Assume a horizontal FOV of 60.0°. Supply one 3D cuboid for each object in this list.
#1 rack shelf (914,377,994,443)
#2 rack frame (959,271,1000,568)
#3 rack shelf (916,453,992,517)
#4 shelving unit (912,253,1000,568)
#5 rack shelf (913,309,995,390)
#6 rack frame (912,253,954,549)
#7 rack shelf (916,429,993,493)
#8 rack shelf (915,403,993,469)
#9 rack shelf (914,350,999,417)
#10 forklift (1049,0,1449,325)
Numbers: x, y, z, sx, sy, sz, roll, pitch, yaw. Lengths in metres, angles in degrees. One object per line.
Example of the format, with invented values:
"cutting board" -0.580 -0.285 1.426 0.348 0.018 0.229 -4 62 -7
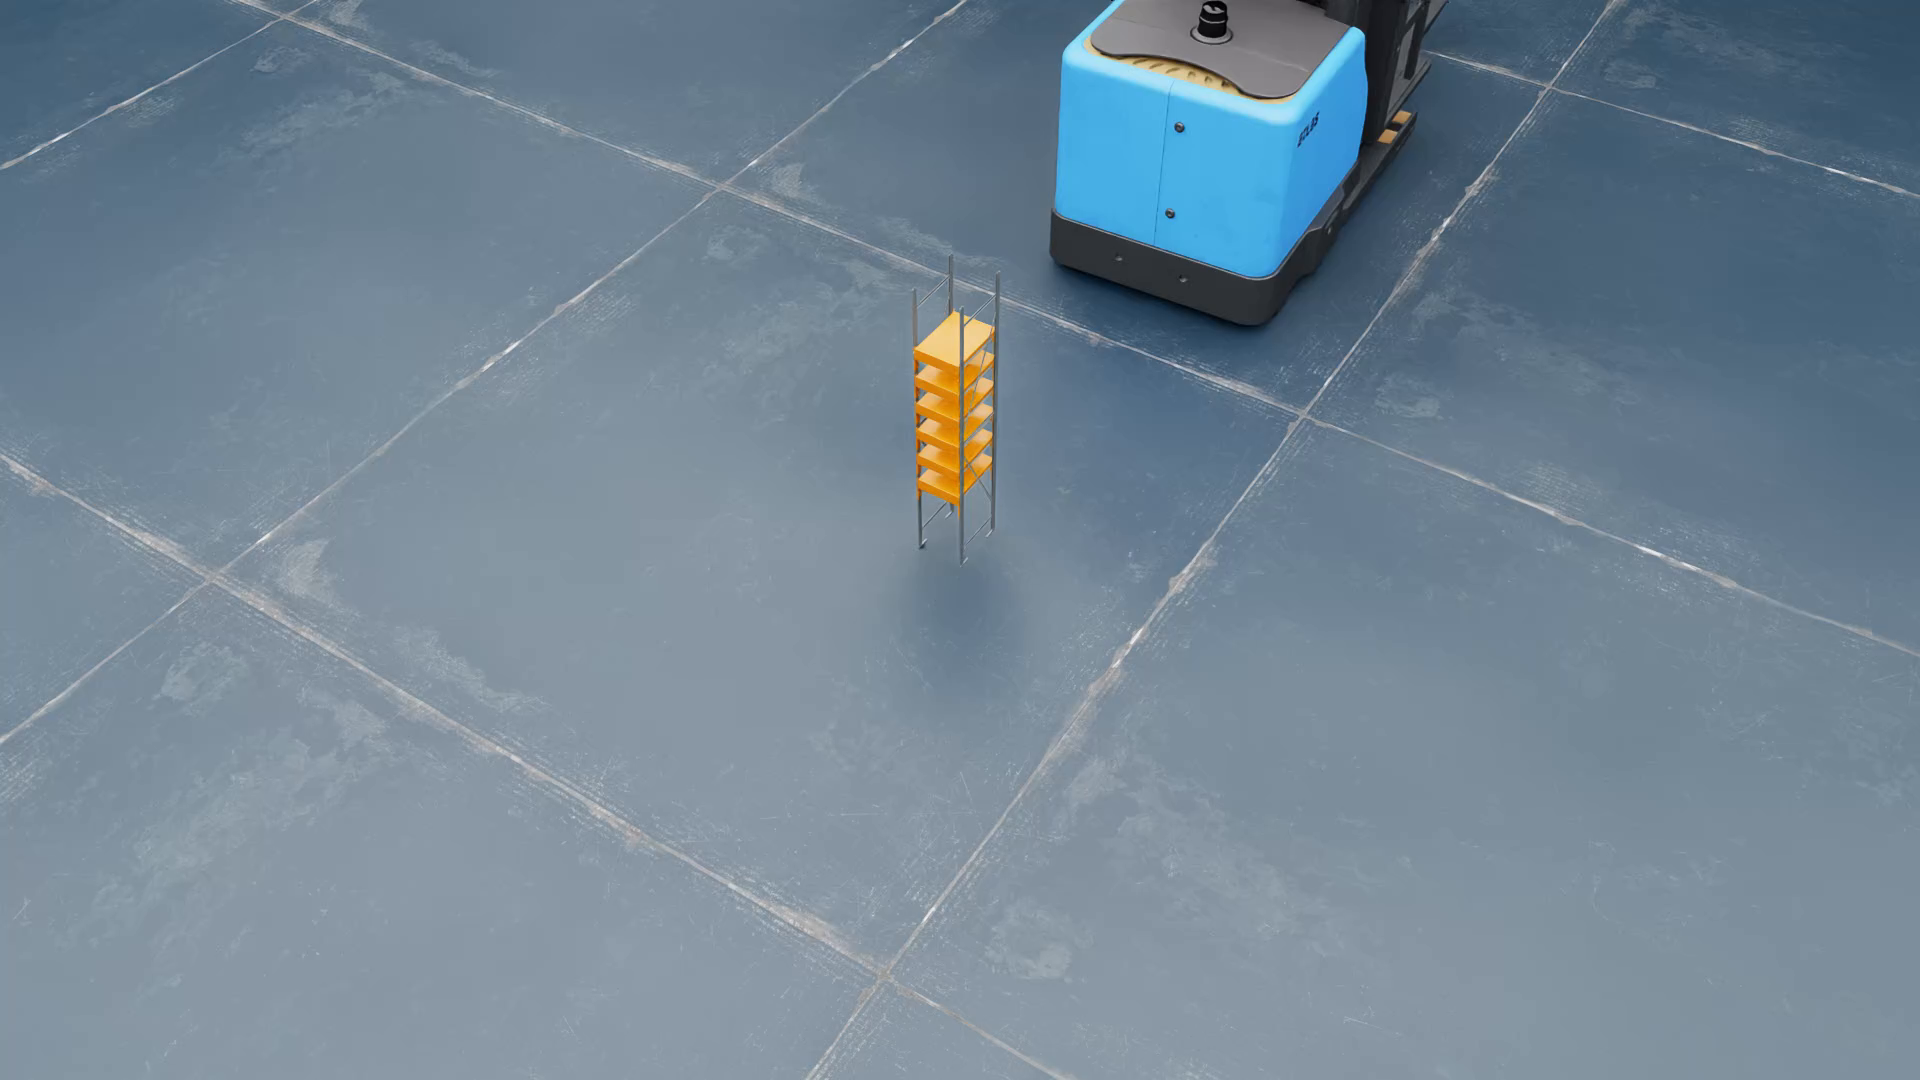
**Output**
"rack shelf" -0.012 -0.476 5.771 0.180 0.103 0.258 25 51 22
"rack frame" 0.065 -0.388 5.791 0.006 1.200 0.240 25 51 22
"rack shelf" -0.012 -0.226 6.029 0.180 0.103 0.258 25 51 22
"shelving unit" -0.012 -0.424 5.825 0.189 1.200 0.258 25 51 22
"rack shelf" -0.012 -0.644 5.599 0.180 0.103 0.258 25 51 22
"rack frame" -0.089 -0.459 5.860 0.006 1.200 0.240 25 51 22
"rack shelf" -0.012 -0.309 5.943 0.180 0.103 0.258 25 51 22
"rack shelf" -0.012 -0.393 5.857 0.180 0.103 0.258 25 51 22
"rack shelf" -0.012 -0.560 5.685 0.180 0.103 0.258 25 51 22
"forklift" 1.568 -2.978 7.100 1.130 2.935 3.031 22 50 20
